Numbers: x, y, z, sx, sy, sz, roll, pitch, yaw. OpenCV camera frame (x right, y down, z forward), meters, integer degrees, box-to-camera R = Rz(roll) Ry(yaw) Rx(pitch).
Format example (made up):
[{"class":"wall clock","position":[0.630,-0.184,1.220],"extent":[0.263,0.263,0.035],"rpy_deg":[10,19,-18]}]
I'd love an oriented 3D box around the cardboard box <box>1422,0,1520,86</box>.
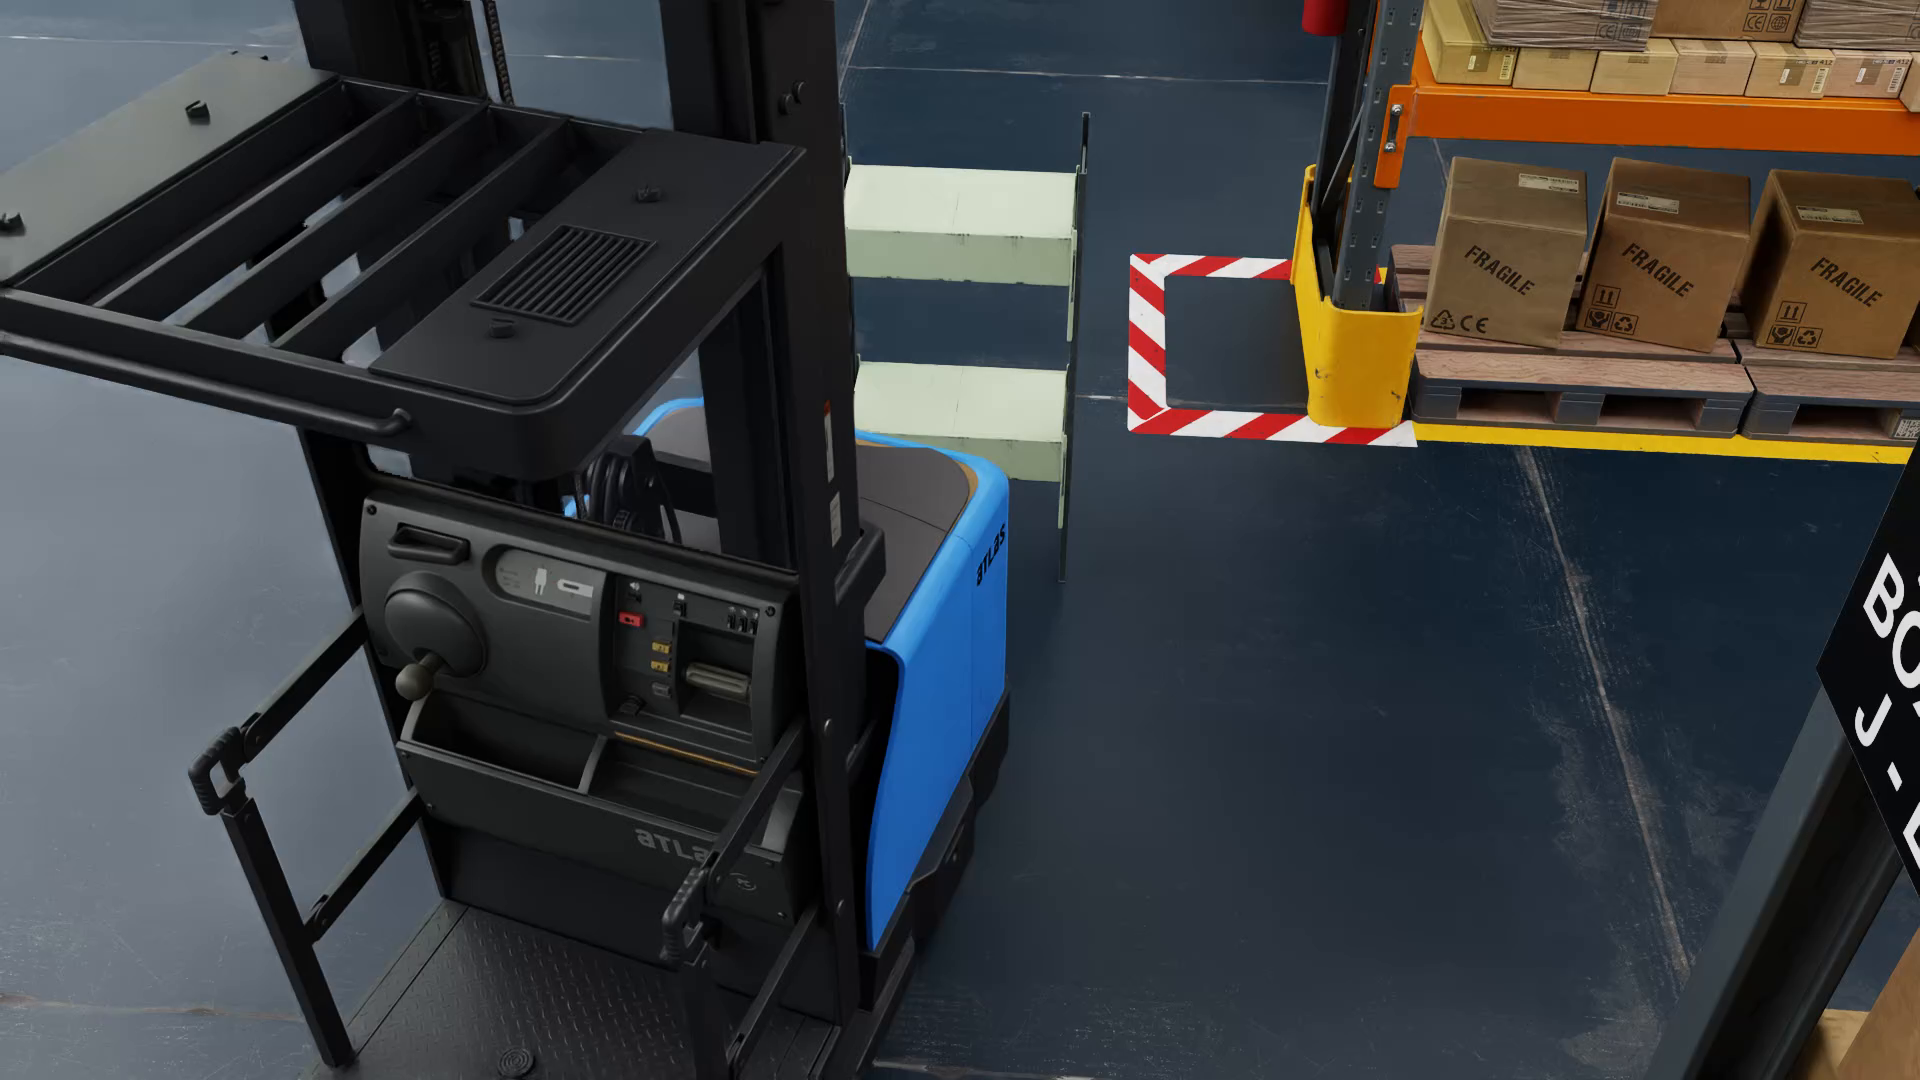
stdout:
[{"class":"cardboard box","position":[1.732,-1.695,5.655],"extent":[0.250,0.149,0.380],"rpy_deg":[3,39,4]}]

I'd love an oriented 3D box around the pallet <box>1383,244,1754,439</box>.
[{"class":"pallet","position":[2.351,-0.806,6.573],"extent":[1.213,0.211,1.003],"rpy_deg":[3,39,4]}]

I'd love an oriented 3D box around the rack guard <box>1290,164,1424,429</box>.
[{"class":"rack guard","position":[1.545,-0.984,6.563],"extent":[0.348,0.500,1.175],"rpy_deg":[3,39,4]}]

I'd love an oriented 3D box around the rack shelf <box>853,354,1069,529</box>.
[{"class":"rack shelf","position":[-0.007,-0.329,5.483],"extent":[0.720,0.370,0.431],"rpy_deg":[3,39,4]}]

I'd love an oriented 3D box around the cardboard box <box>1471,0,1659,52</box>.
[{"class":"cardboard box","position":[2.014,-2.065,5.596],"extent":[0.500,0.500,0.875],"rpy_deg":[3,39,4]}]

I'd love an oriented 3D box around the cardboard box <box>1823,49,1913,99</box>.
[{"class":"cardboard box","position":[2.978,-1.631,5.577],"extent":[0.250,0.149,0.380],"rpy_deg":[3,39,4]}]

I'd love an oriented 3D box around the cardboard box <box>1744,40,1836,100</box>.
[{"class":"cardboard box","position":[2.727,-1.628,5.573],"extent":[0.250,0.149,0.380],"rpy_deg":[3,39,4]}]

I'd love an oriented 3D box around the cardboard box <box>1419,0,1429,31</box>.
[{"class":"cardboard box","position":[1.771,-1.975,5.999],"extent":[0.250,0.149,0.380],"rpy_deg":[3,39,4]}]

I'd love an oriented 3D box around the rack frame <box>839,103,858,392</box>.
[{"class":"rack frame","position":[-0.371,-0.602,5.301],"extent":[0.023,1.500,0.400],"rpy_deg":[3,39,4]}]

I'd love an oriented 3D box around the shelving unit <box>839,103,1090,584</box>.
[{"class":"shelving unit","position":[-0.007,-0.582,5.277],"extent":[0.755,1.500,0.431],"rpy_deg":[3,39,4]}]

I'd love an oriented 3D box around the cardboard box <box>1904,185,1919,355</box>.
[{"class":"cardboard box","position":[3.862,-0.991,6.239],"extent":[0.500,0.500,0.500],"rpy_deg":[0,39,0]}]

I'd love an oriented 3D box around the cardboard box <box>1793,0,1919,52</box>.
[{"class":"cardboard box","position":[3.017,-2.059,5.588],"extent":[0.500,0.500,0.875],"rpy_deg":[3,39,4]}]

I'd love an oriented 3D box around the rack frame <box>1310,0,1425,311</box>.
[{"class":"rack frame","position":[1.469,-1.958,5.779],"extent":[0.127,3.000,1.000],"rpy_deg":[3,39,4]}]

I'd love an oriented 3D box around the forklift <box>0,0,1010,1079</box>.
[{"class":"forklift","position":[-0.847,0.258,3.111],"extent":[1.130,2.935,3.031],"rpy_deg":[13,41,16]}]

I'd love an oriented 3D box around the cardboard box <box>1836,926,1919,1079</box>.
[{"class":"cardboard box","position":[1.307,0.723,1.511],"extent":[0.550,0.550,0.875],"rpy_deg":[3,39,4]}]

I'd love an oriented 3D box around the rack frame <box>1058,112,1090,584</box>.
[{"class":"rack frame","position":[0.358,-0.562,5.252],"extent":[0.023,1.500,0.400],"rpy_deg":[3,39,4]}]

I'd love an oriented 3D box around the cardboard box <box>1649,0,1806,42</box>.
[{"class":"cardboard box","position":[2.523,-2.113,5.655],"extent":[0.500,0.500,0.875],"rpy_deg":[3,39,4]}]

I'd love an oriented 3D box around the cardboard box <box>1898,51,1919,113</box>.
[{"class":"cardboard box","position":[3.218,-1.552,5.480],"extent":[0.250,0.149,0.380],"rpy_deg":[3,39,4]}]

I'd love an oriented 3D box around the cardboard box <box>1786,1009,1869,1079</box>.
[{"class":"cardboard box","position":[1.314,1.089,1.917],"extent":[0.550,0.550,0.875],"rpy_deg":[3,39,4]}]

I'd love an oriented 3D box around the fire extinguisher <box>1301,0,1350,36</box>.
[{"class":"fire extinguisher","position":[1.395,-2.224,6.168],"extent":[0.183,0.674,0.296],"rpy_deg":[3,39,4]}]

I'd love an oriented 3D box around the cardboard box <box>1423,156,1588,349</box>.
[{"class":"cardboard box","position":[2.090,-1.107,6.381],"extent":[0.500,0.500,0.500],"rpy_deg":[10,40,12]}]

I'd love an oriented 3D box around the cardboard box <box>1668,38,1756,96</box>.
[{"class":"cardboard box","position":[2.478,-1.646,5.595],"extent":[0.250,0.149,0.380],"rpy_deg":[3,39,4]}]

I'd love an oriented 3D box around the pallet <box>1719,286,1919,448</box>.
[{"class":"pallet","position":[3.563,-0.738,6.489],"extent":[1.213,0.211,1.003],"rpy_deg":[3,39,4]}]

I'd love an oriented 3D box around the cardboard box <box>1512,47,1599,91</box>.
[{"class":"cardboard box","position":[1.980,-1.669,5.624],"extent":[0.250,0.149,0.380],"rpy_deg":[3,39,4]}]

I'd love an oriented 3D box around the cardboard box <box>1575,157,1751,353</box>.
[{"class":"cardboard box","position":[2.688,-1.096,6.368],"extent":[0.500,0.500,0.500],"rpy_deg":[13,41,15]}]

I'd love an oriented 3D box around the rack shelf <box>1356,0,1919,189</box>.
[{"class":"rack shelf","position":[3.461,-1.570,5.873],"extent":[4.000,0.370,1.077],"rpy_deg":[3,39,4]}]

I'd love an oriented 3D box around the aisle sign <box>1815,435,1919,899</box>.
[{"class":"aisle sign","position":[0.895,-0.045,1.370],"extent":[0.004,0.787,0.394],"rpy_deg":[3,39,4]}]

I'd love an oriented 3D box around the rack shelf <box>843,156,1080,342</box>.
[{"class":"rack shelf","position":[-0.007,-0.885,5.031],"extent":[0.720,0.370,0.431],"rpy_deg":[3,39,4]}]

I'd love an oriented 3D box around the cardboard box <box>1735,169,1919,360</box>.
[{"class":"cardboard box","position":[3.310,-1.050,6.311],"extent":[0.500,0.500,0.500],"rpy_deg":[7,40,8]}]

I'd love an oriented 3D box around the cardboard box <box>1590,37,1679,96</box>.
[{"class":"cardboard box","position":[2.227,-1.646,5.596],"extent":[0.250,0.149,0.380],"rpy_deg":[3,39,4]}]
